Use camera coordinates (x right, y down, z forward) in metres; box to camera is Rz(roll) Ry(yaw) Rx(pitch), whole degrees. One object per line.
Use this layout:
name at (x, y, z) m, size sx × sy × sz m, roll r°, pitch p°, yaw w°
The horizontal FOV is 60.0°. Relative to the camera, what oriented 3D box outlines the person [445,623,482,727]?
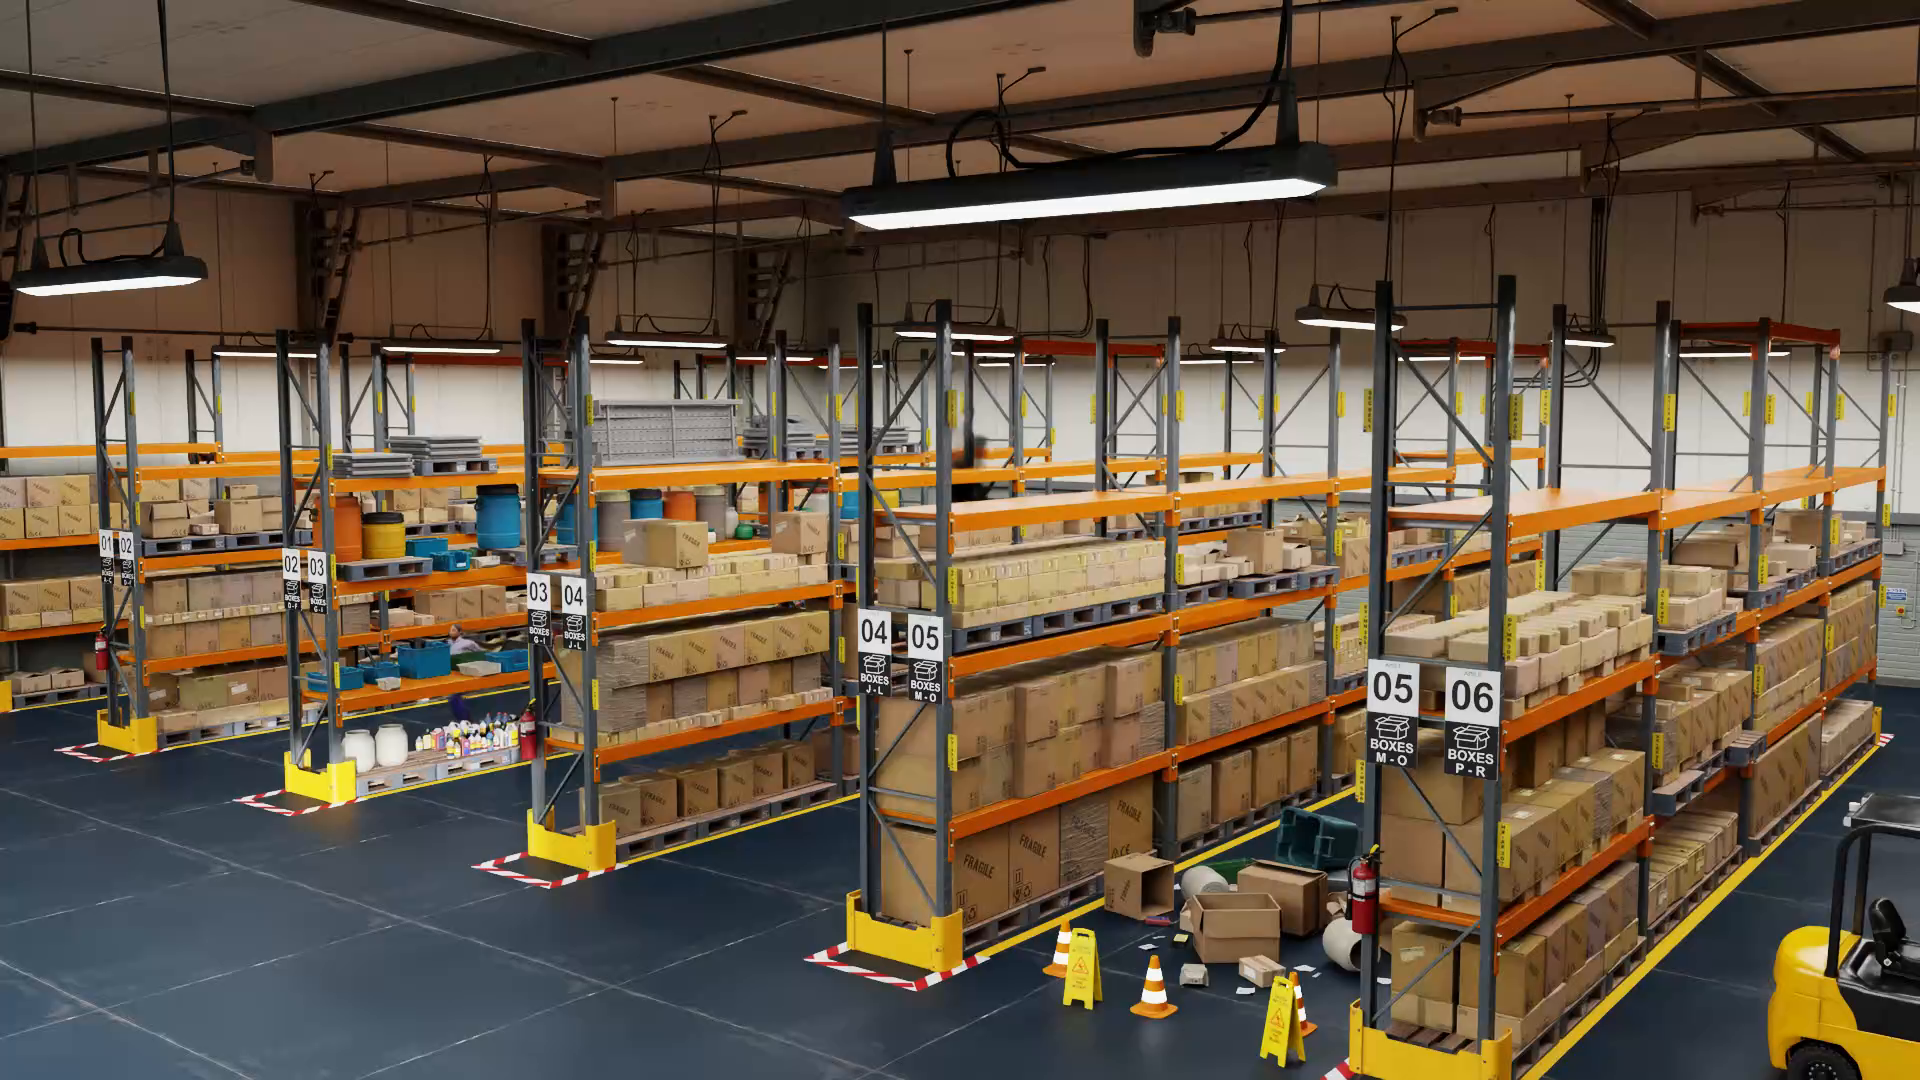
person at (-7.745, 2.129, 25.595) m, size 0.598 × 1.703 × 0.732 m, roll 3°, pitch 6°, yaw 29°
